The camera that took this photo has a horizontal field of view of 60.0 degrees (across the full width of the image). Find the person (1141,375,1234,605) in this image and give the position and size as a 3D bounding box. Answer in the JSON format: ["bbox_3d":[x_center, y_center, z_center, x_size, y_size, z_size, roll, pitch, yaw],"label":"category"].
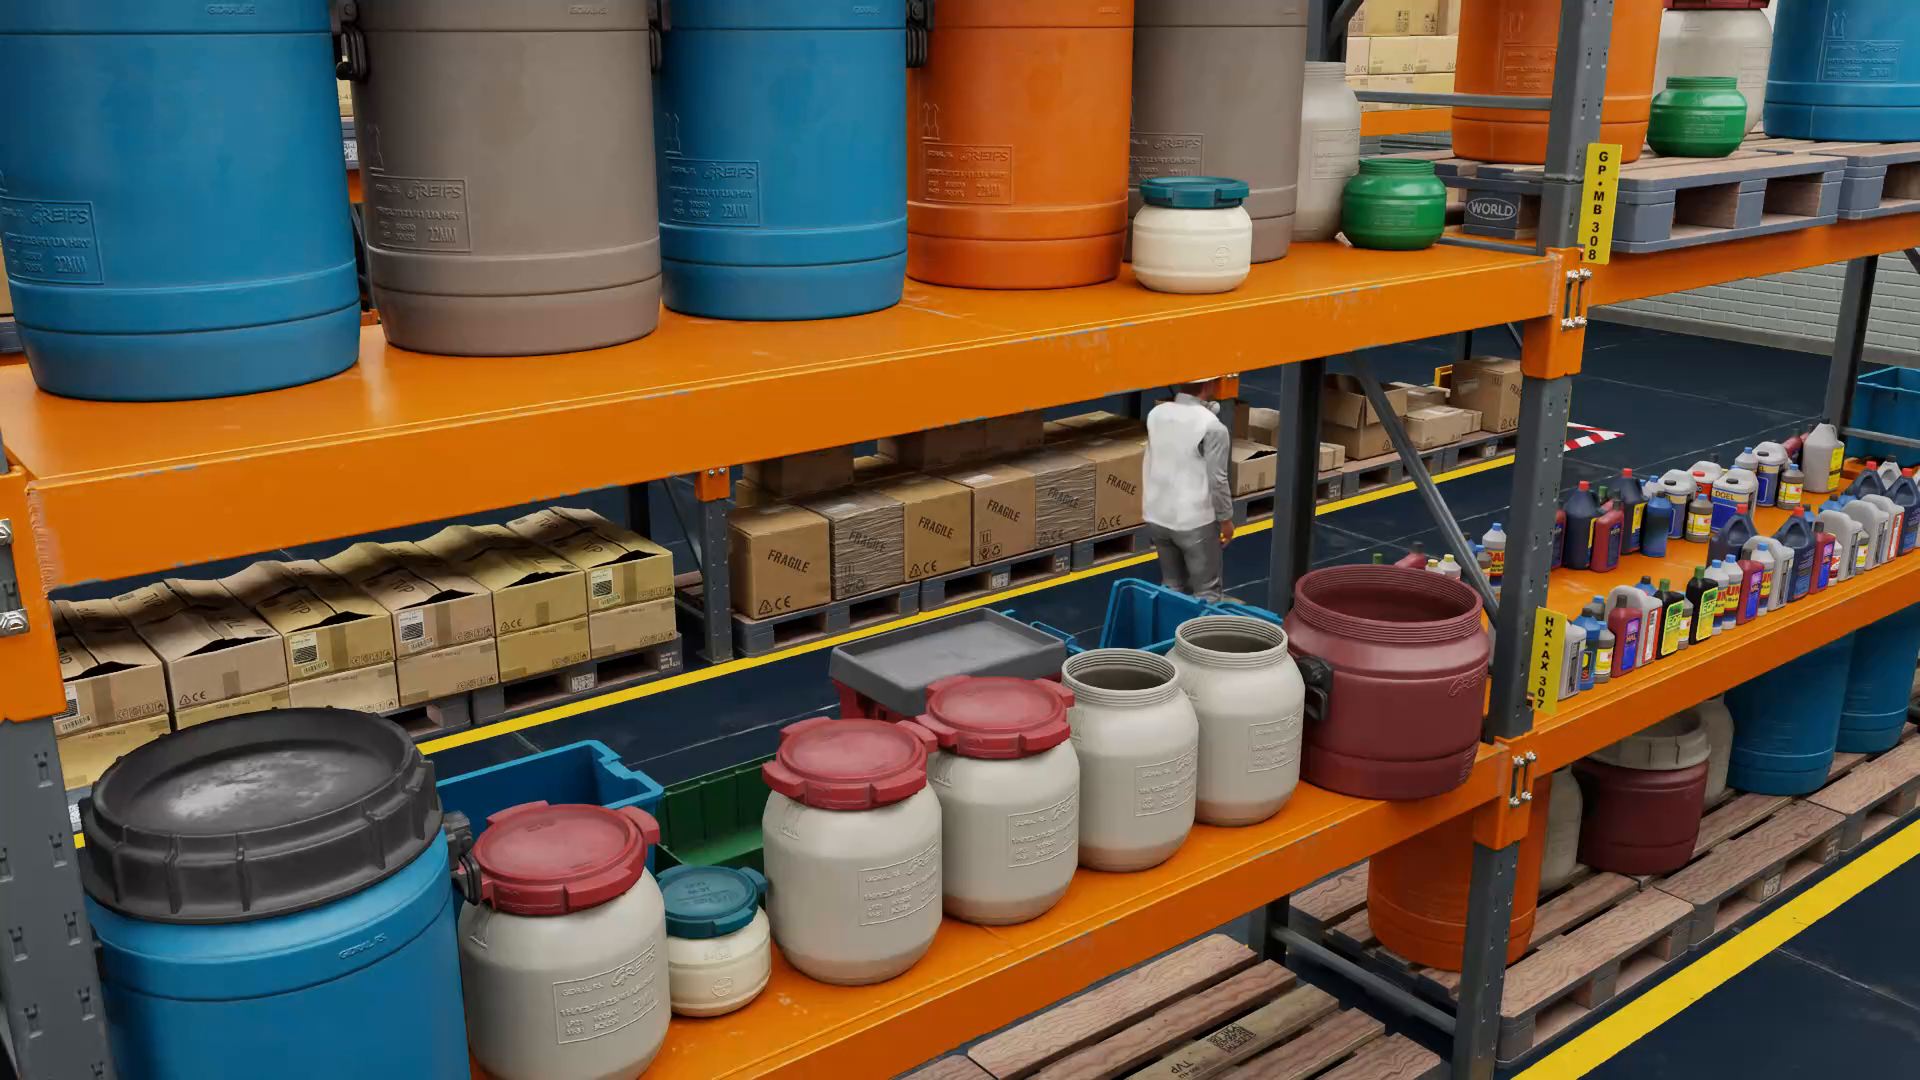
[{"bbox_3d":[1.223,-0.137,8.937,0.474,1.772,0.569,-14,23,-38],"label":"person"}]
